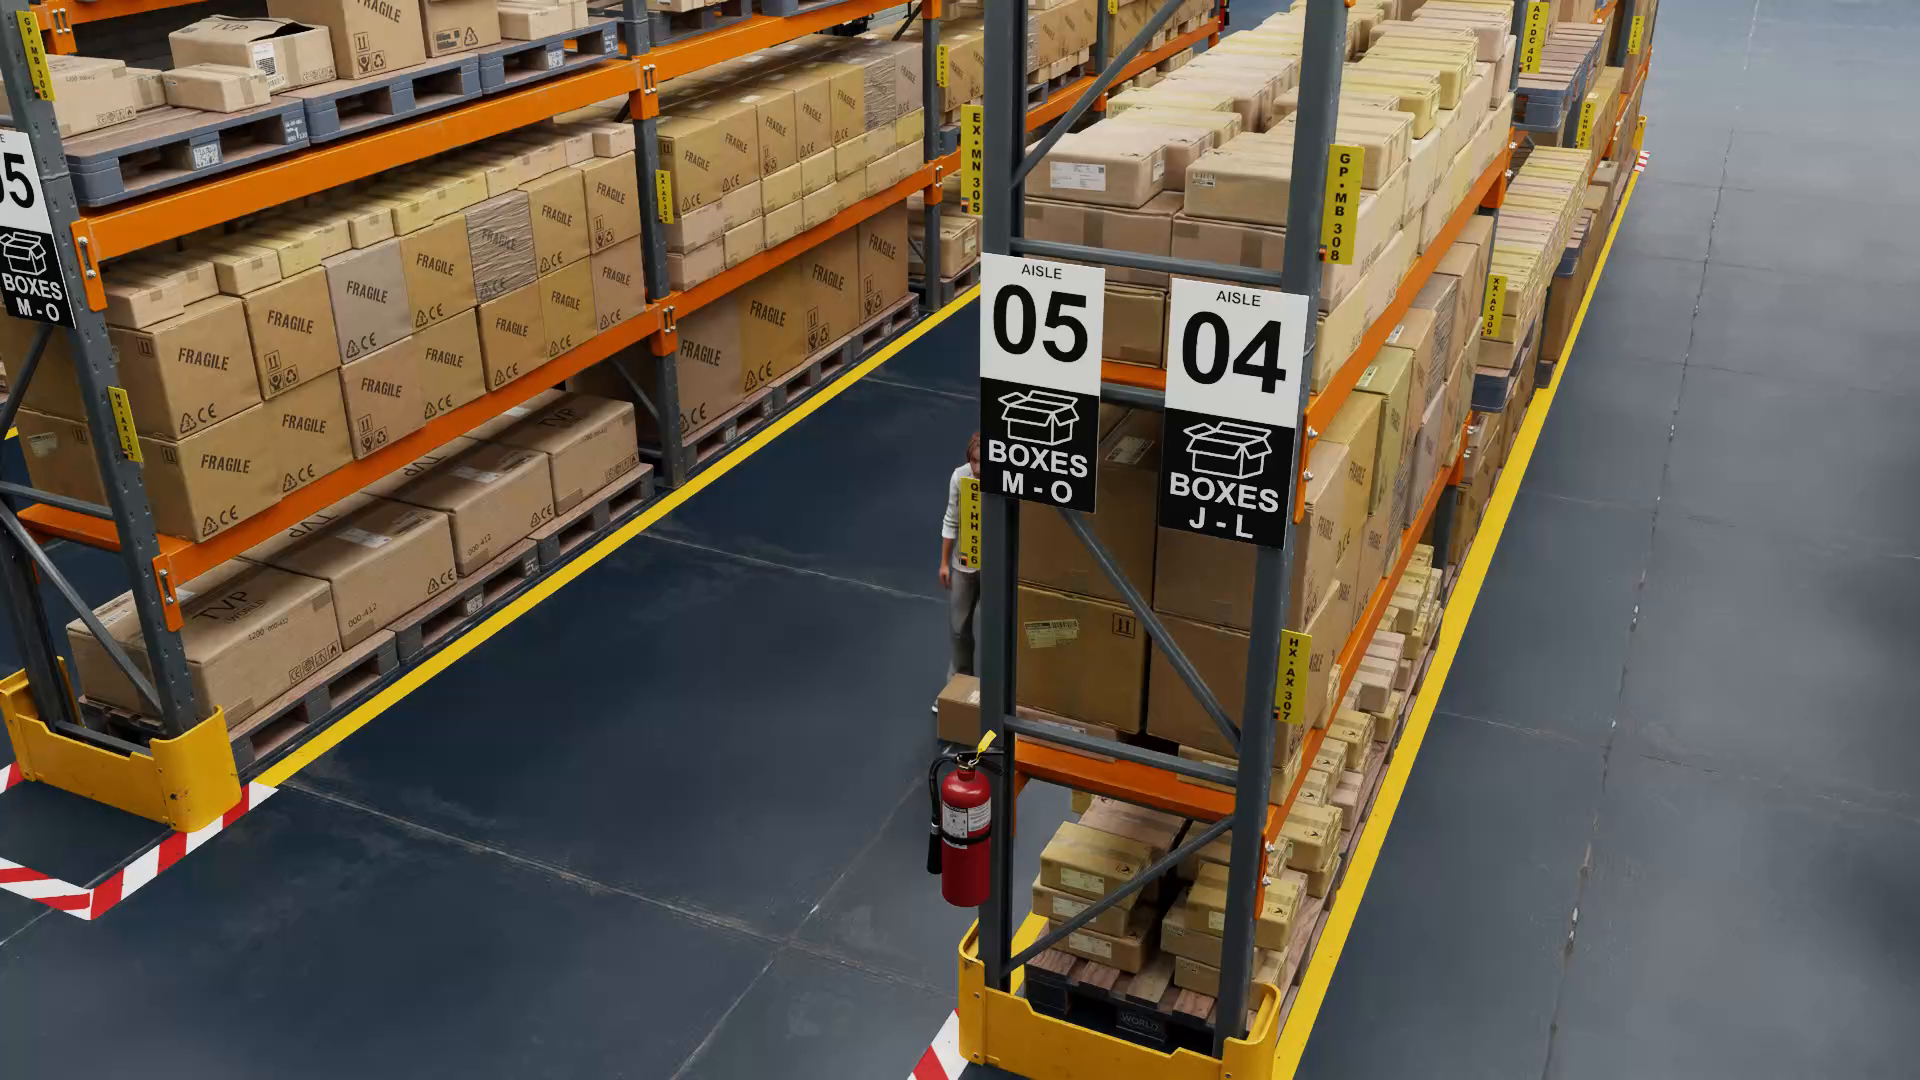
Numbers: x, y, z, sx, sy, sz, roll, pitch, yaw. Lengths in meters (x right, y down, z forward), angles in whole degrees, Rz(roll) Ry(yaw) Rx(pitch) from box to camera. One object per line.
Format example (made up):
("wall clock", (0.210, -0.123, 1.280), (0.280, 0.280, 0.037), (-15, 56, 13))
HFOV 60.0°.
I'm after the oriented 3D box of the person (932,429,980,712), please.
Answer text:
("person", (0.123, 0.161, 8.304), (0.479, 1.593, 0.342), (9, 28, 18))
